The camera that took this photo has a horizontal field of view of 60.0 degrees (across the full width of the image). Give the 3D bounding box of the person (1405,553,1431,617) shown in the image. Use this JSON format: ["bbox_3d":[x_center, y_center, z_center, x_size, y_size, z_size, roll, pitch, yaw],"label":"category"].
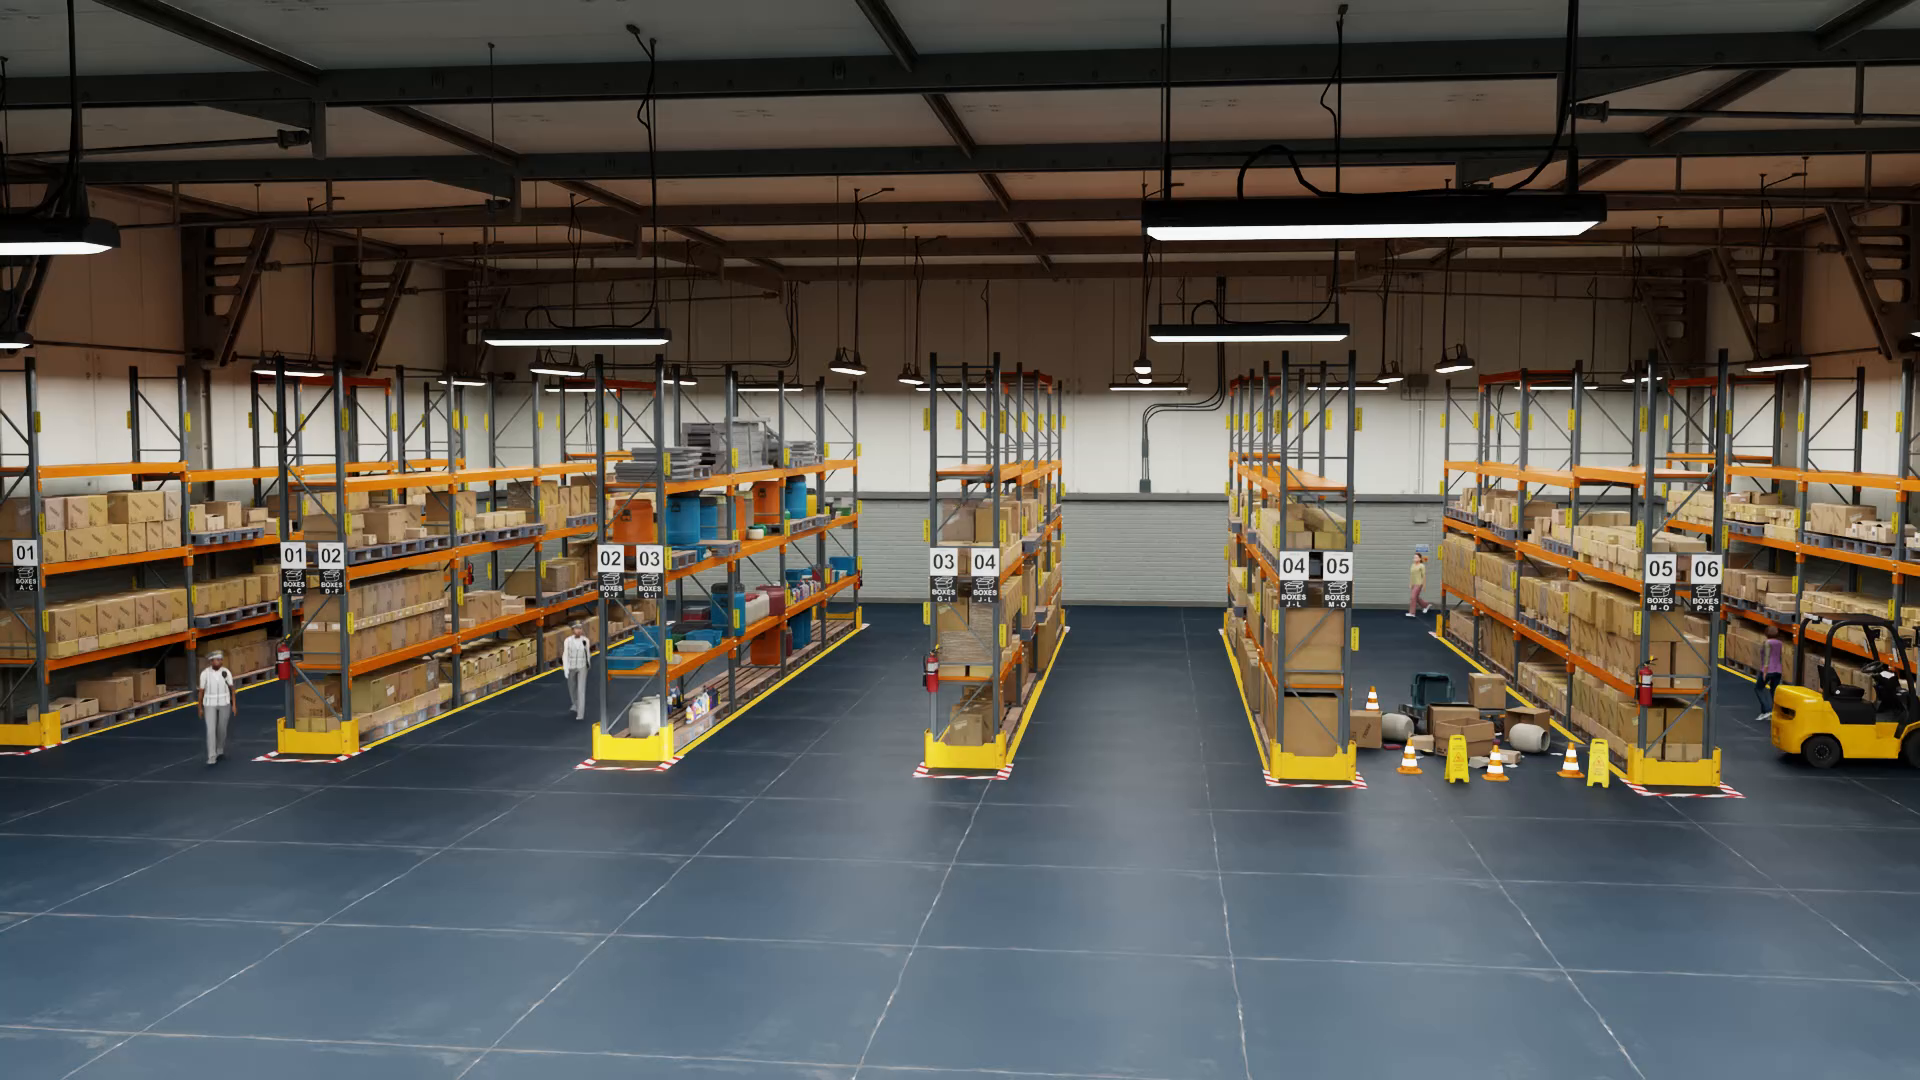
[{"bbox_3d":[11.795,1.148,42.761,0.874,1.639,0.435,-2,4,-23],"label":"person"}]

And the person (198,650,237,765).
[{"bbox_3d":[-10.937,2.439,24.479,0.520,1.627,0.961,-2,5,-27],"label":"person"}]

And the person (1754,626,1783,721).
[{"bbox_3d":[13.602,2.247,27.866,0.445,1.597,0.392,-2,4,-22],"label":"person"}]

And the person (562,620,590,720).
[{"bbox_3d":[-6.494,2.166,28.157,0.433,1.642,0.989,0,4,-3],"label":"person"}]
